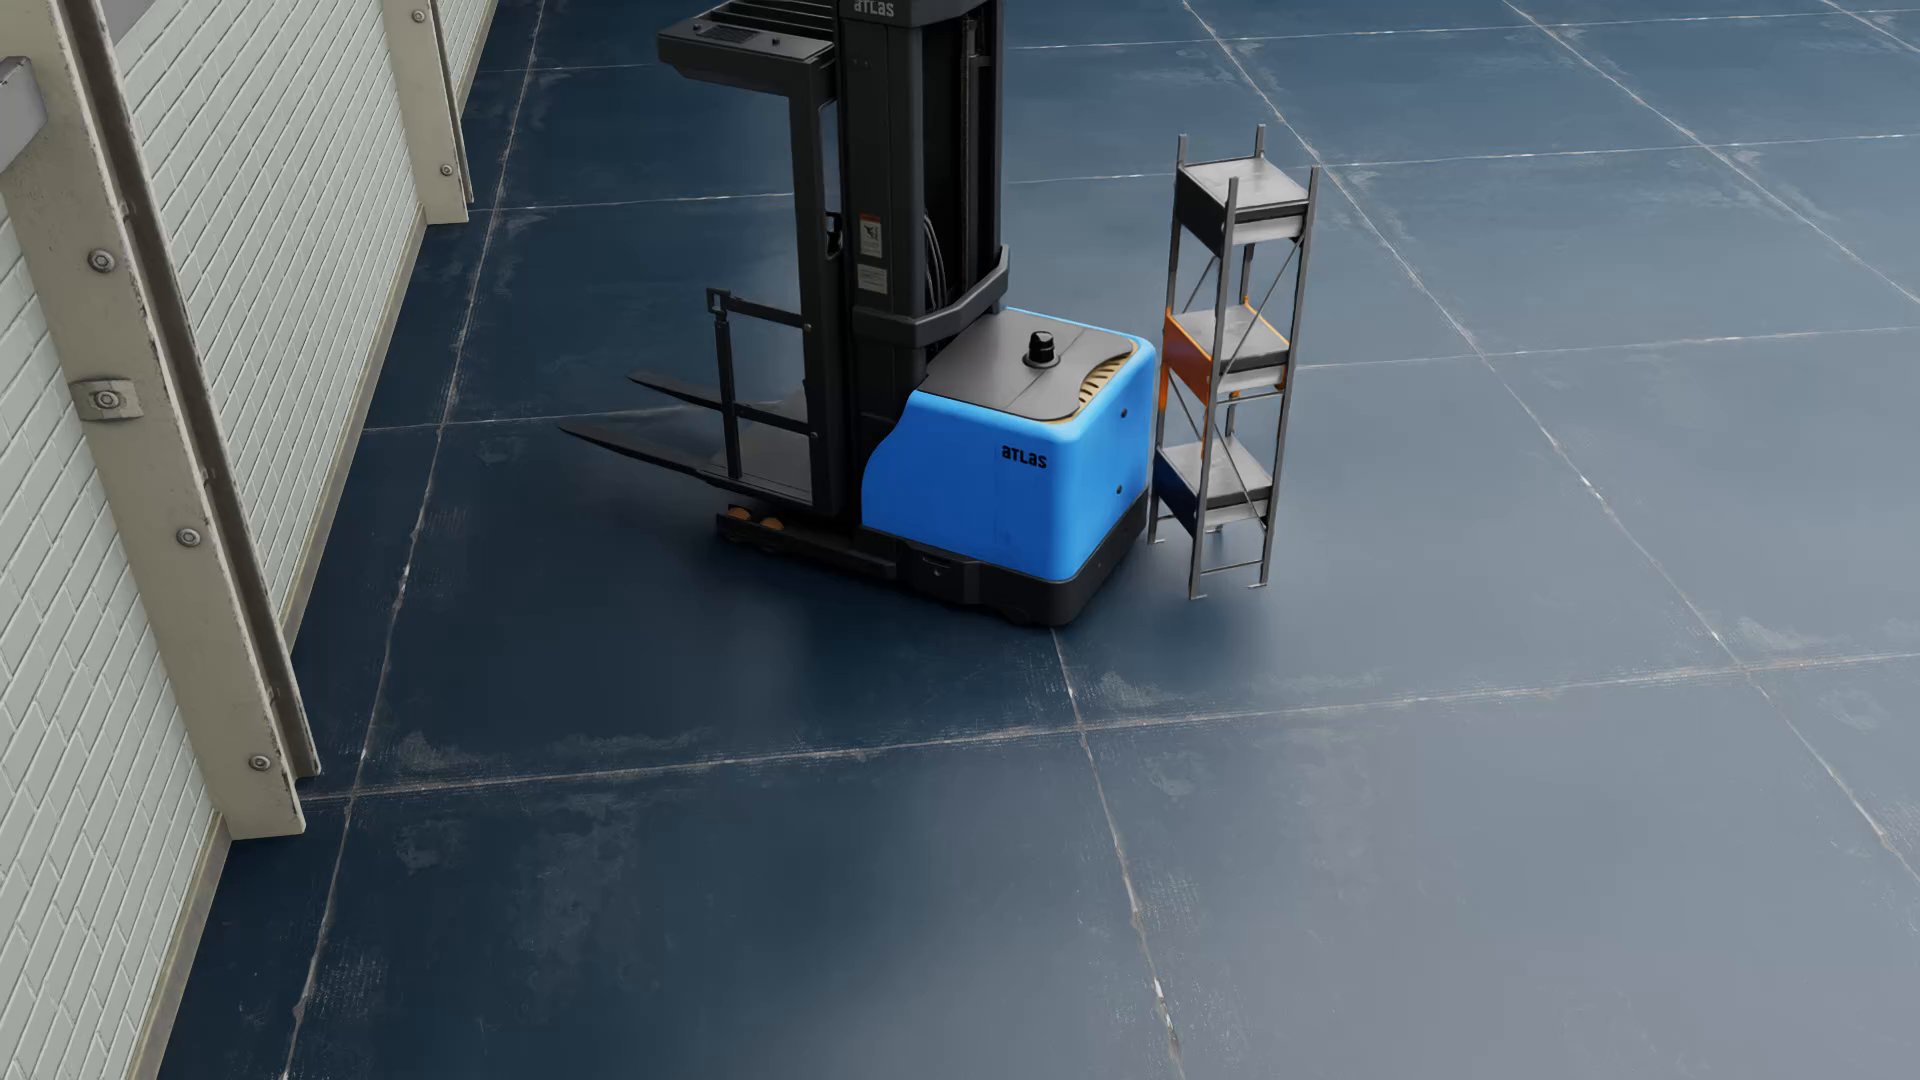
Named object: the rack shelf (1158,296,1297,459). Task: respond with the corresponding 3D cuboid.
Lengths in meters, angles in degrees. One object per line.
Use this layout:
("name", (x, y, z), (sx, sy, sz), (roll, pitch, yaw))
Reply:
("rack shelf", (1.195, -0.737, 7.490), (0.431, 0.518, 0.480), (-10, 36, -15))

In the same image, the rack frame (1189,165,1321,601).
("rack frame", (1.271, -0.617, 7.291), (0.400, 2.100, 0.015), (-10, 36, -15))

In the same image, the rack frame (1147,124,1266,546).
("rack frame", (1.118, -0.879, 7.674), (0.400, 2.100, 0.015), (-10, 36, -15))

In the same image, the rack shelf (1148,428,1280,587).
("rack shelf", (1.194, -0.158, 7.884), (0.431, 0.518, 0.480), (-10, 36, -15))

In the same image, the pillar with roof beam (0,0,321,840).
("pillar with roof beam", (1.499, -2.987, 4.643), (9.100, 9.000, 0.400), (-4, 35, -6))

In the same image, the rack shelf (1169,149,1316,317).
("rack shelf", (1.195, -1.315, 7.096), (0.431, 0.518, 0.480), (-10, 36, -15))

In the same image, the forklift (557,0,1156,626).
("forklift", (-0.624, -1.398, 7.699), (3.031, 2.935, 1.130), (16, 38, 22))

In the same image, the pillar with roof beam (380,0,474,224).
("pillar with roof beam", (0.692, -6.336, 9.556), (9.100, 9.000, 0.400), (-4, 35, -6))

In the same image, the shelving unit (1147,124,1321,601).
("shelving unit", (1.195, -0.748, 7.483), (0.431, 2.100, 0.503), (-10, 36, -15))
